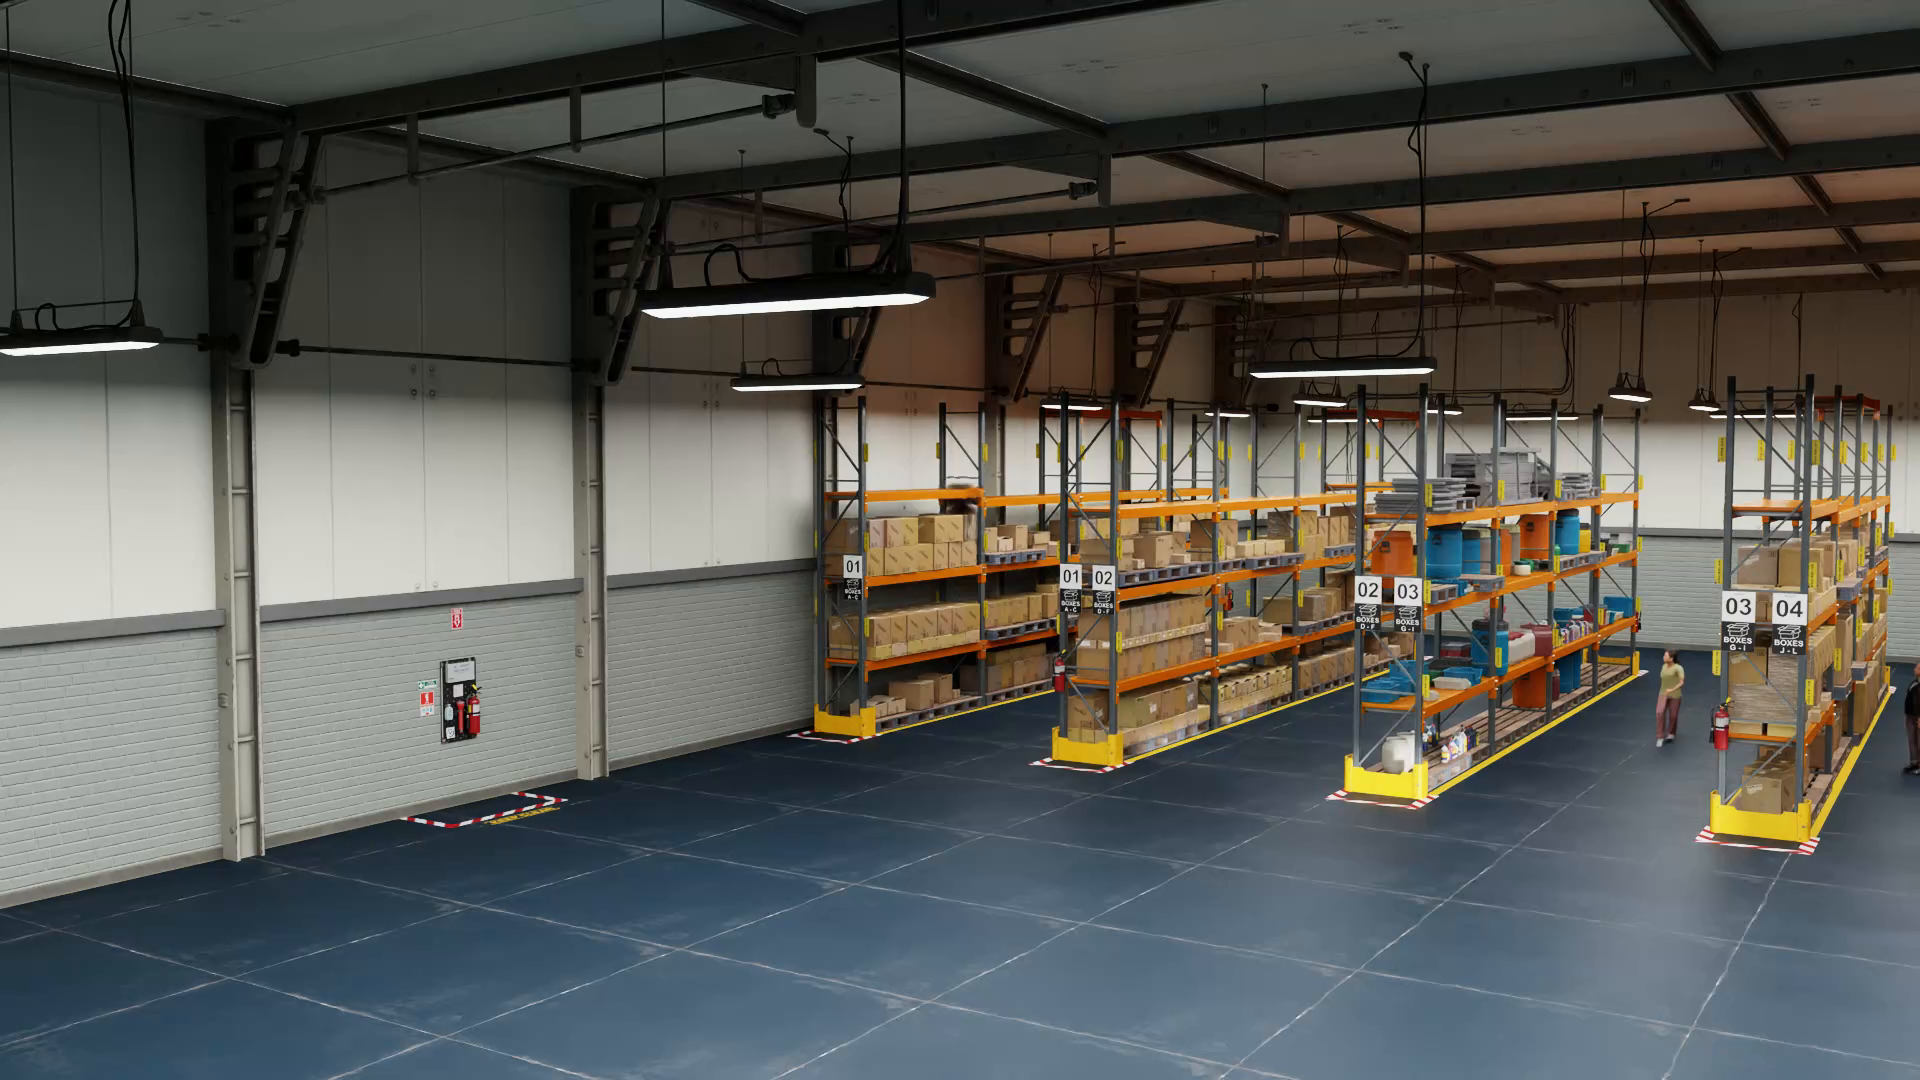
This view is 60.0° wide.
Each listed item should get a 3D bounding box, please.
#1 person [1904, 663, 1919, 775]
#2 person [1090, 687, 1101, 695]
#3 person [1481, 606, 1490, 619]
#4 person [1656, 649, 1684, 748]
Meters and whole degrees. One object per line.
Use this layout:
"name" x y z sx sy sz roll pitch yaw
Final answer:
"person" 15.004 2.779 25.995 0.388 1.737 0.539 0 3 -6
"person" 2.725 2.501 31.660 0.512 1.651 0.665 2 3 30
"person" 11.111 2.276 34.956 0.898 1.763 0.532 -3 4 -41
"person" 12.220 2.695 28.568 0.417 1.649 0.982 2 4 31
